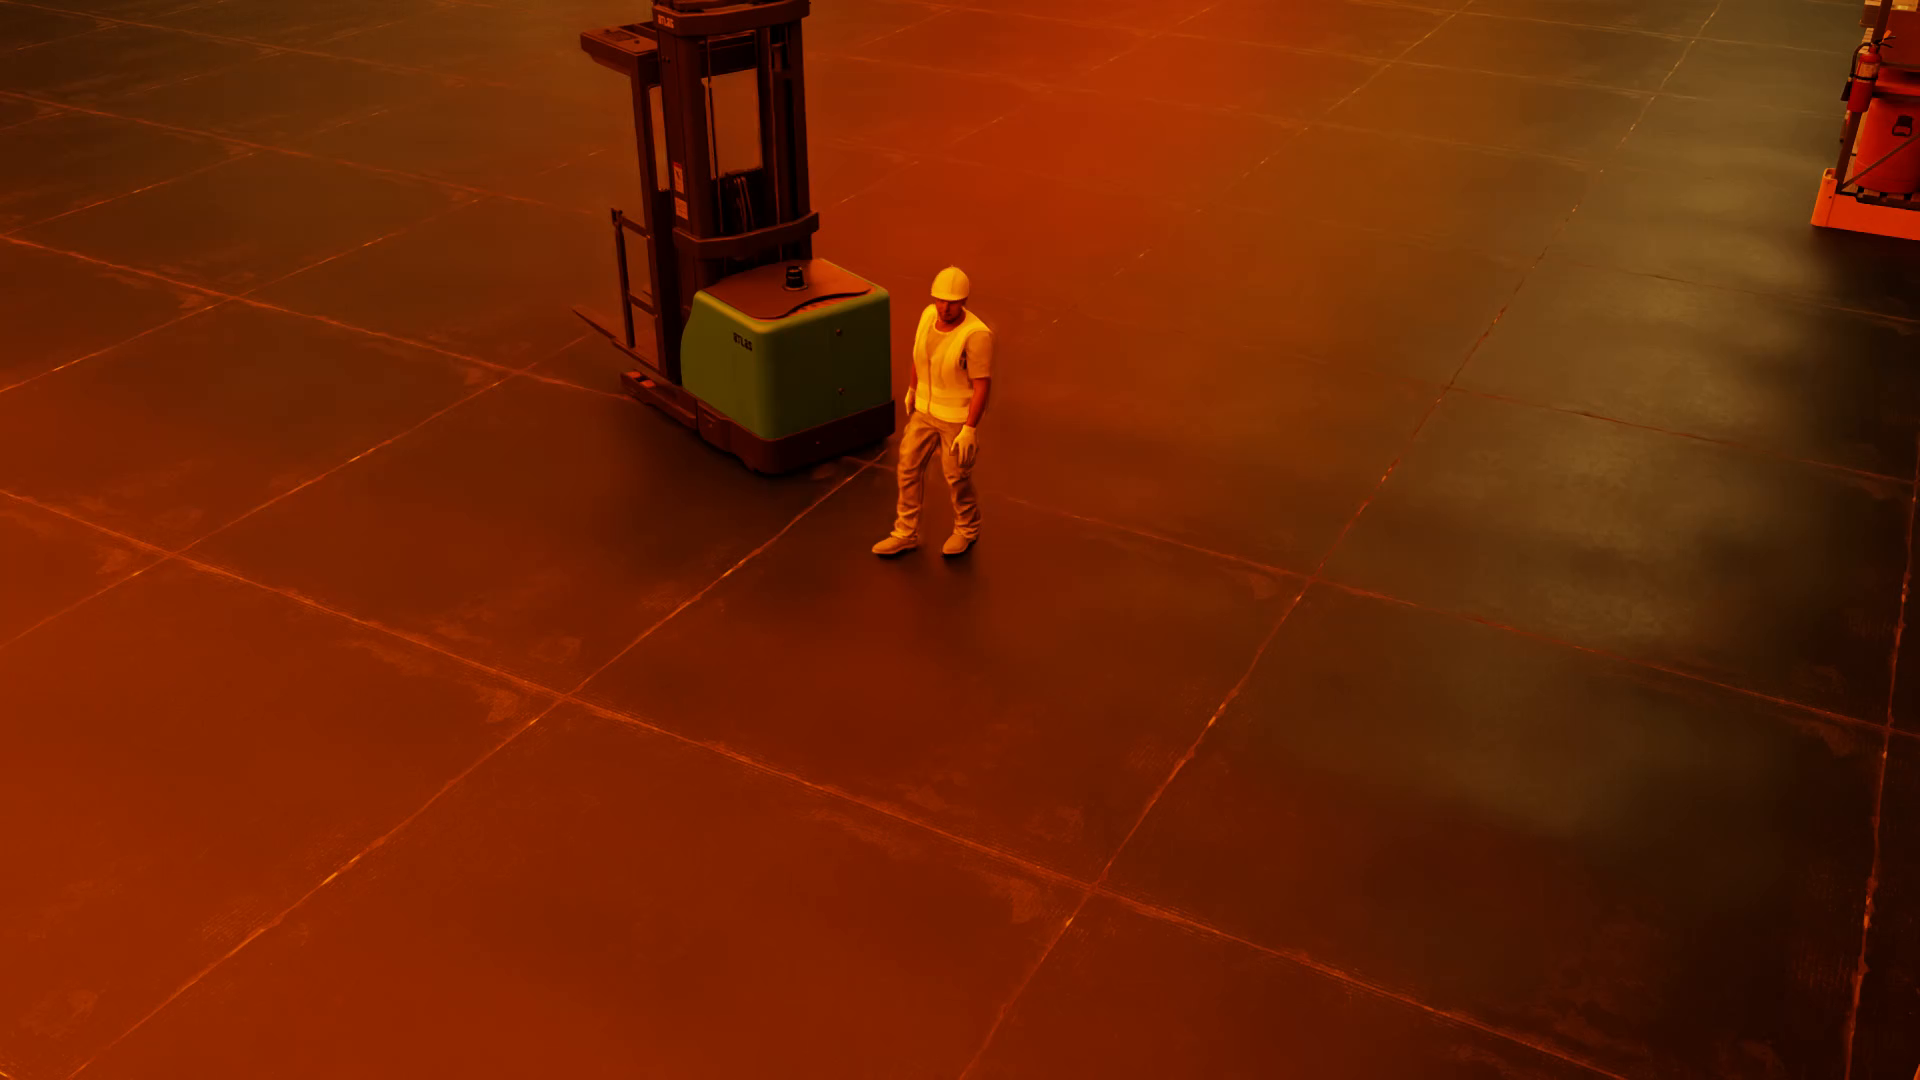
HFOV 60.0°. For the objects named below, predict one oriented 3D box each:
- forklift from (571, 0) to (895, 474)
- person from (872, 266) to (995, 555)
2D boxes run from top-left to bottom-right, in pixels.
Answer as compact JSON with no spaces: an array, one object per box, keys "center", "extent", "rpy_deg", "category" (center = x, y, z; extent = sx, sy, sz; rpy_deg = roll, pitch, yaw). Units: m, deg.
[{"center":[-1.745,-2.360,11.159],"extent":[1.130,2.935,3.031],"rpy_deg":[-22,36,-33],"category":"forklift"},{"center":[-0.153,-0.681,9.428],"extent":[0.718,1.770,0.623],"rpy_deg":[26,39,37],"category":"person"}]
